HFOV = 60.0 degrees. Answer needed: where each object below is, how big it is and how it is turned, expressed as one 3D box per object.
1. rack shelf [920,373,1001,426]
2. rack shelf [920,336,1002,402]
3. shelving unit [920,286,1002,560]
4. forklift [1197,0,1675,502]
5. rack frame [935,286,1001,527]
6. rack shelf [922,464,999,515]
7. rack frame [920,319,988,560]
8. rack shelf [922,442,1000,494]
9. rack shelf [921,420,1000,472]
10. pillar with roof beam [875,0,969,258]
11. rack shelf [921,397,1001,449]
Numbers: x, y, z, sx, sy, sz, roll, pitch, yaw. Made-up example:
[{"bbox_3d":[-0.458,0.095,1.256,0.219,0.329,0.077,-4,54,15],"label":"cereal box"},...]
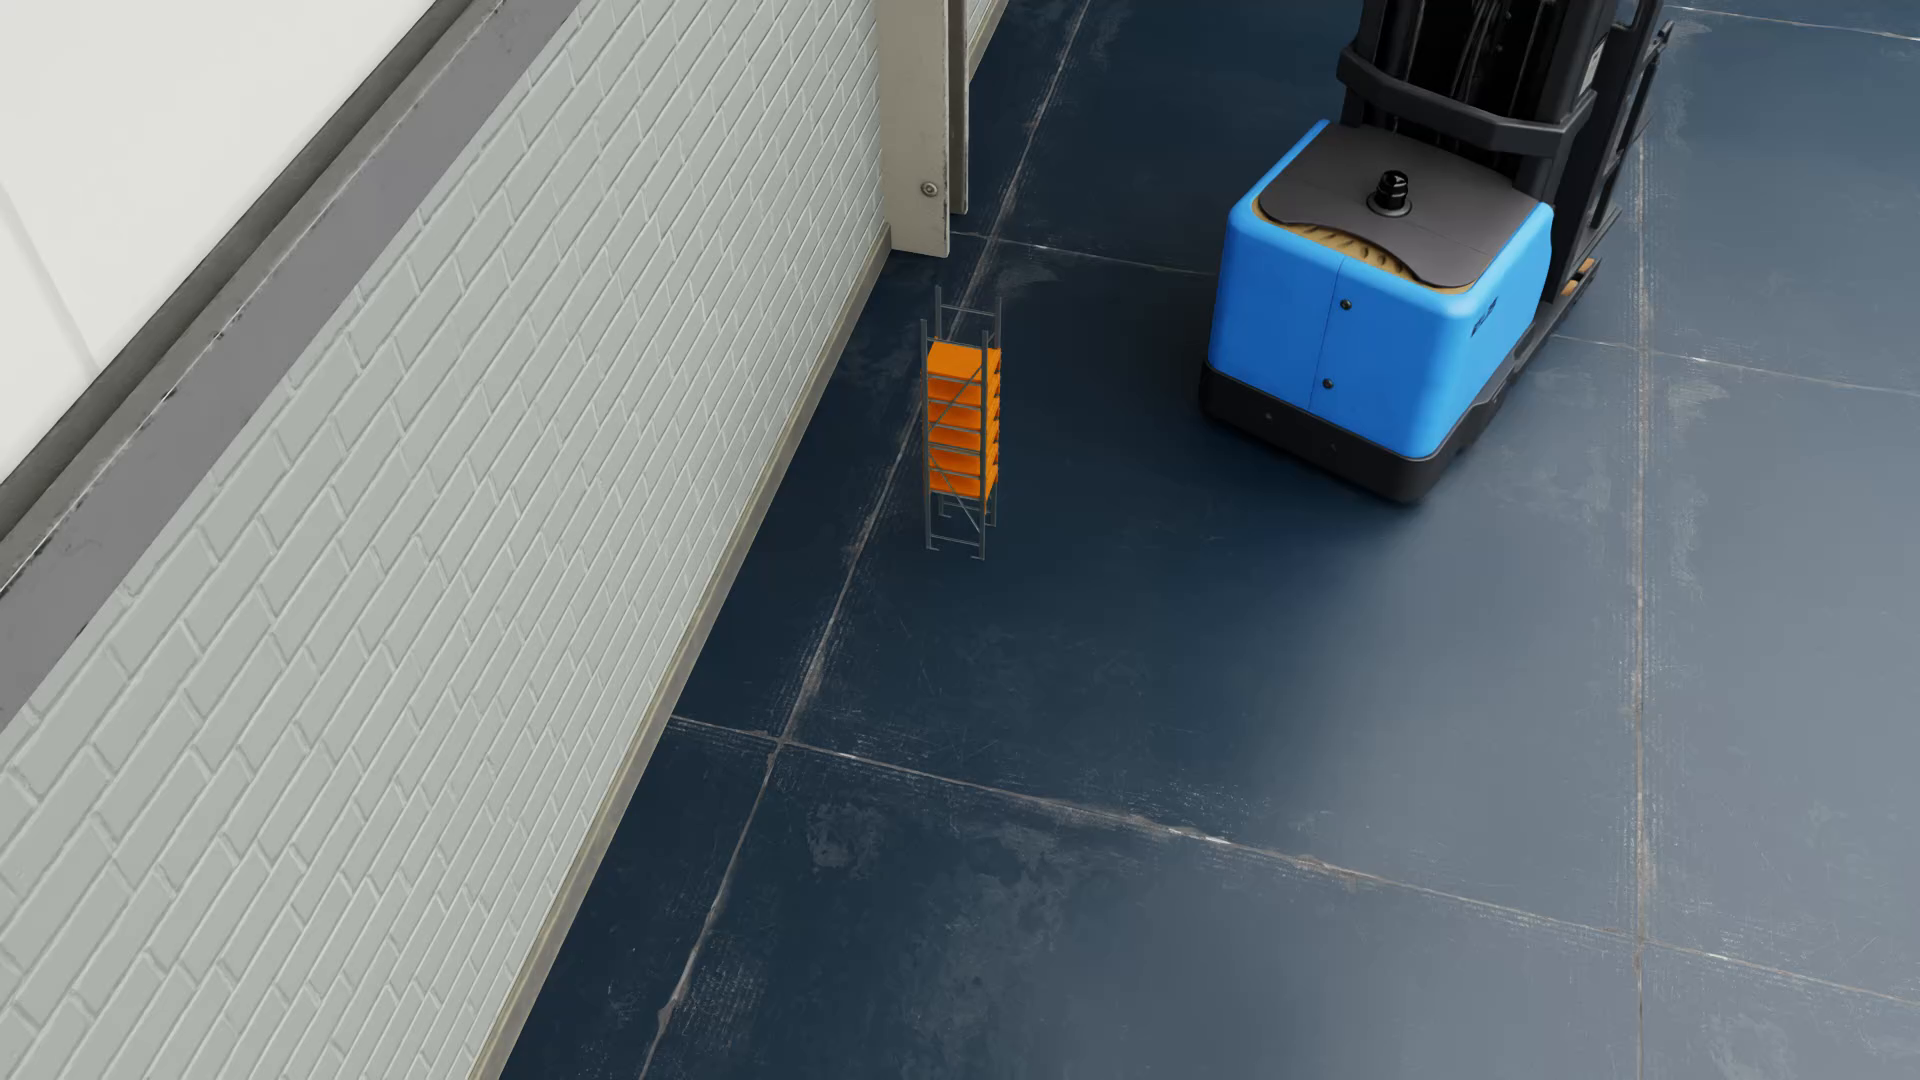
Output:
[{"bbox_3d":[0.004,-0.537,6.082,0.258,0.103,0.180,12,50,10],"label":"rack shelf"},{"bbox_3d":[0.004,-0.616,5.992,0.258,0.103,0.180,12,50,10],"label":"rack shelf"},{"bbox_3d":[0.004,-0.407,6.228,0.258,1.200,0.189,12,50,10],"label":"shelving unit"},{"bbox_3d":[2.286,-2.193,6.650,1.130,2.935,3.031,29,54,23],"label":"forklift"},{"bbox_3d":[0.028,-0.474,6.287,0.240,1.200,0.006,12,50,10],"label":"rack frame"},{"bbox_3d":[0.004,-0.219,6.442,0.258,0.103,0.180,12,50,10],"label":"rack shelf"},{"bbox_3d":[-0.020,-0.341,6.170,0.240,1.200,0.006,12,50,10],"label":"rack frame"},{"bbox_3d":[0.004,-0.299,6.352,0.258,0.103,0.180,12,50,10],"label":"rack shelf"},{"bbox_3d":[0.004,-0.378,6.262,0.258,0.103,0.180,12,50,10],"label":"rack shelf"},{"bbox_3d":[3.993,-3.632,3.872,9.100,9.000,0.400,12,50,10],"label":"pillar with roof beam"},{"bbox_3d":[0.004,-0.458,6.172,0.258,0.103,0.180,12,50,10],"label":"rack shelf"}]
